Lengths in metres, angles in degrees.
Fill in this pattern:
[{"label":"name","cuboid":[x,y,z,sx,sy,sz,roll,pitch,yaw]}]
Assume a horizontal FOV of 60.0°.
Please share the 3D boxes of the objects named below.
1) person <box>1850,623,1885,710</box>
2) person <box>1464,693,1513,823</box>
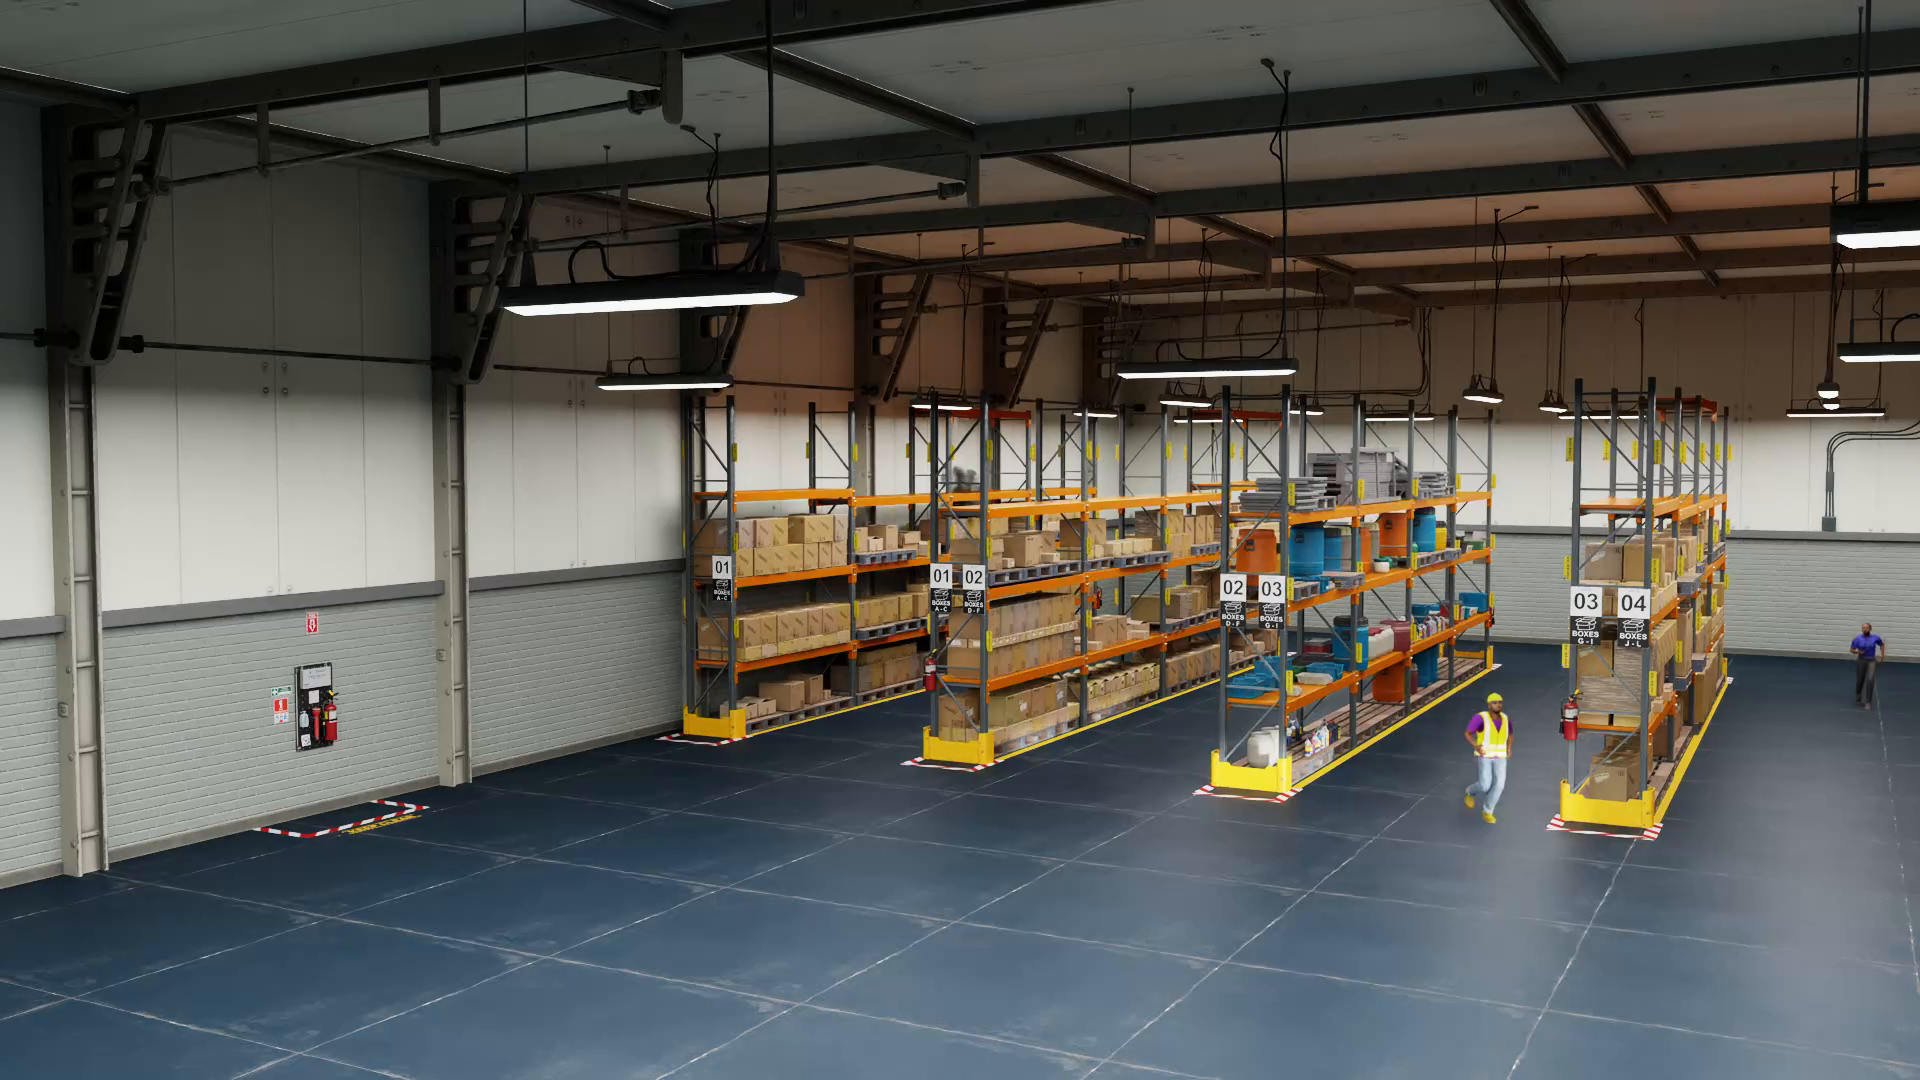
[{"label":"person","cuboid":[17.821,2.467,32.681,0.588,1.671,0.924,2,3,30]},{"label":"person","cuboid":[7.253,2.951,22.754,0.722,1.732,0.667,0,3,-8]}]
